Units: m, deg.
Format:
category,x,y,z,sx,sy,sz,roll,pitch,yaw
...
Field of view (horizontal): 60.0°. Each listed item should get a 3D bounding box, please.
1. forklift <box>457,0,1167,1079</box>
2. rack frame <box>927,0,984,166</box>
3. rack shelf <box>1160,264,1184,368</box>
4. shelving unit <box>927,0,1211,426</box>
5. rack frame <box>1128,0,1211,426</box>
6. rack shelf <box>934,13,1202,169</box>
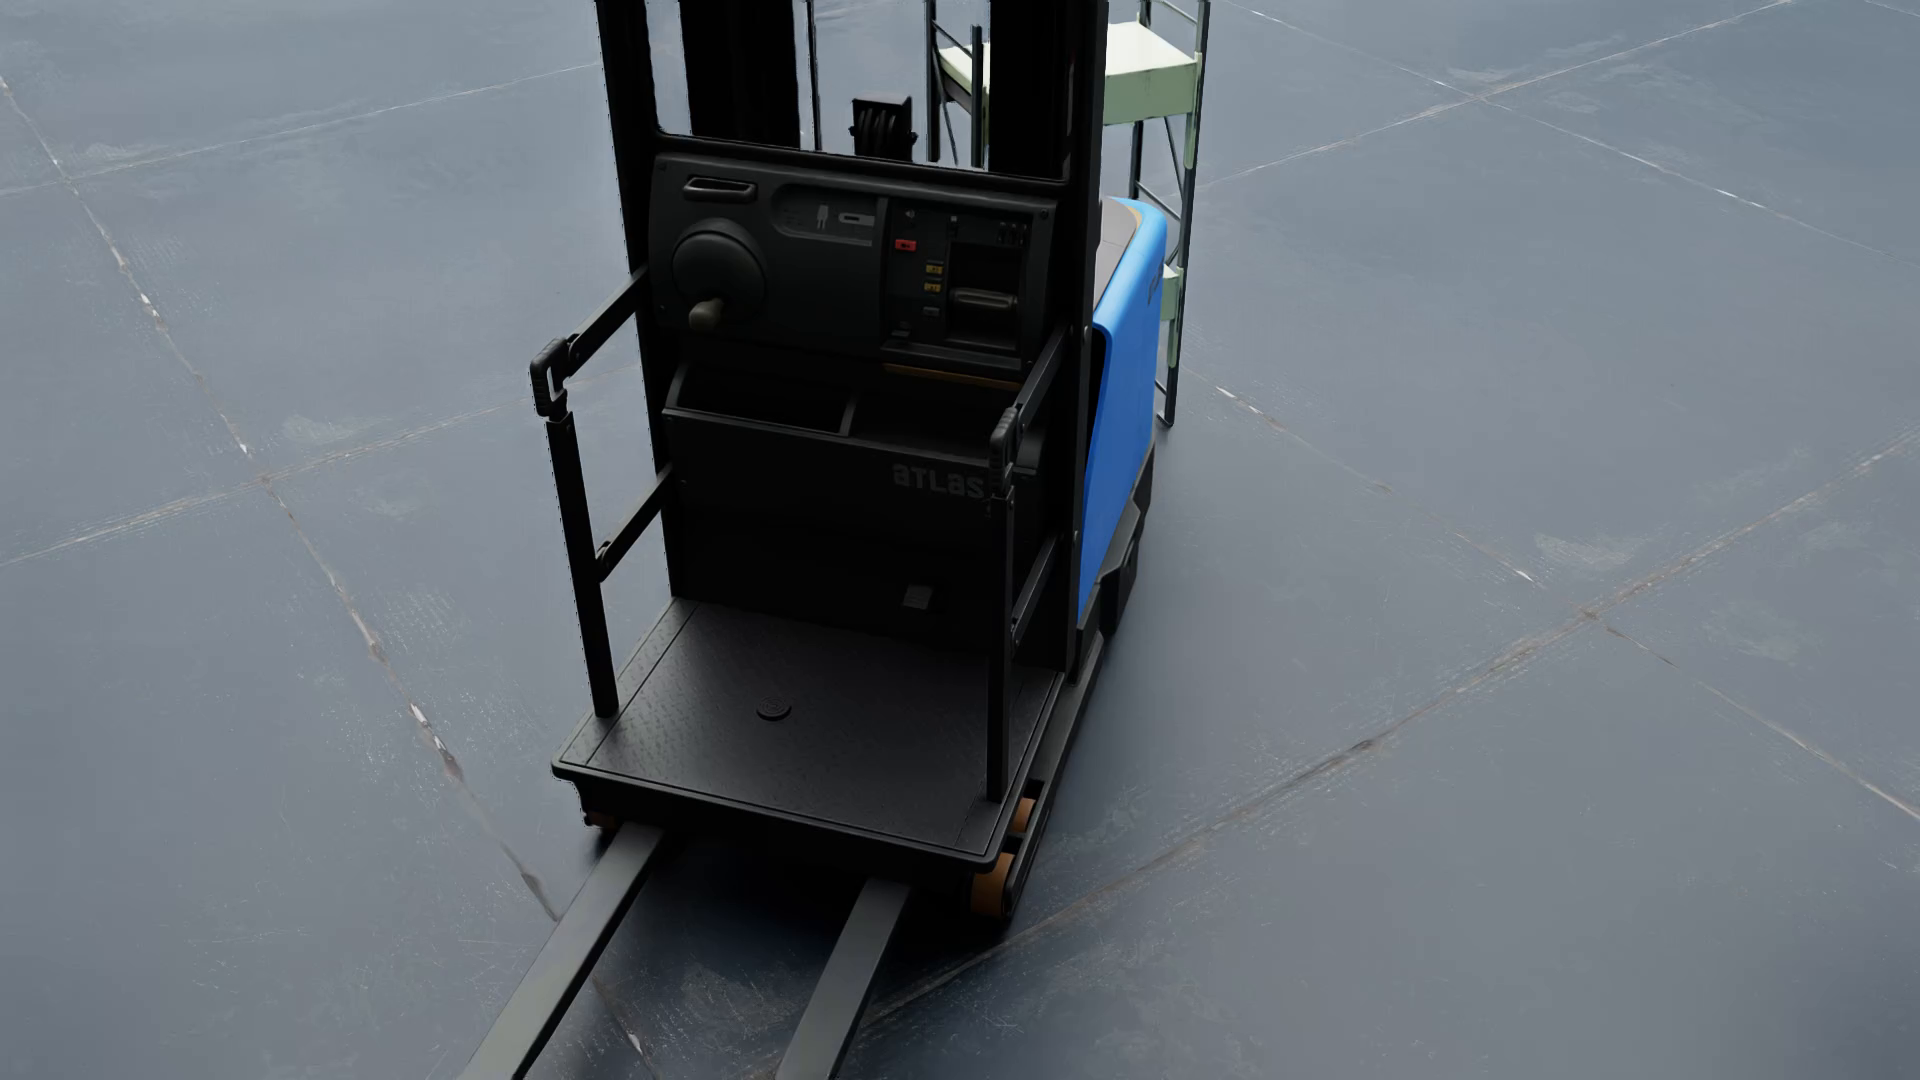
category,x,y,z,sx,sy,sz,roll,pitch,yaw
forklift,-0.311,-0.545,3.498,1.130,2.935,3.031,10,37,14
rack frame,-0.017,-0.955,5.293,0.023,1.500,0.400,-13,38,-18
rack shelf,0.323,-0.771,5.595,0.720,0.370,0.431,-13,38,-18
shelving unit,0.323,-1.035,5.405,0.755,1.500,0.431,-13,38,-18
rack frame,0.662,-1.115,5.516,0.023,1.500,0.400,-13,38,-18
rack shelf,0.323,-1.352,5.177,0.720,0.370,0.431,-13,38,-18
